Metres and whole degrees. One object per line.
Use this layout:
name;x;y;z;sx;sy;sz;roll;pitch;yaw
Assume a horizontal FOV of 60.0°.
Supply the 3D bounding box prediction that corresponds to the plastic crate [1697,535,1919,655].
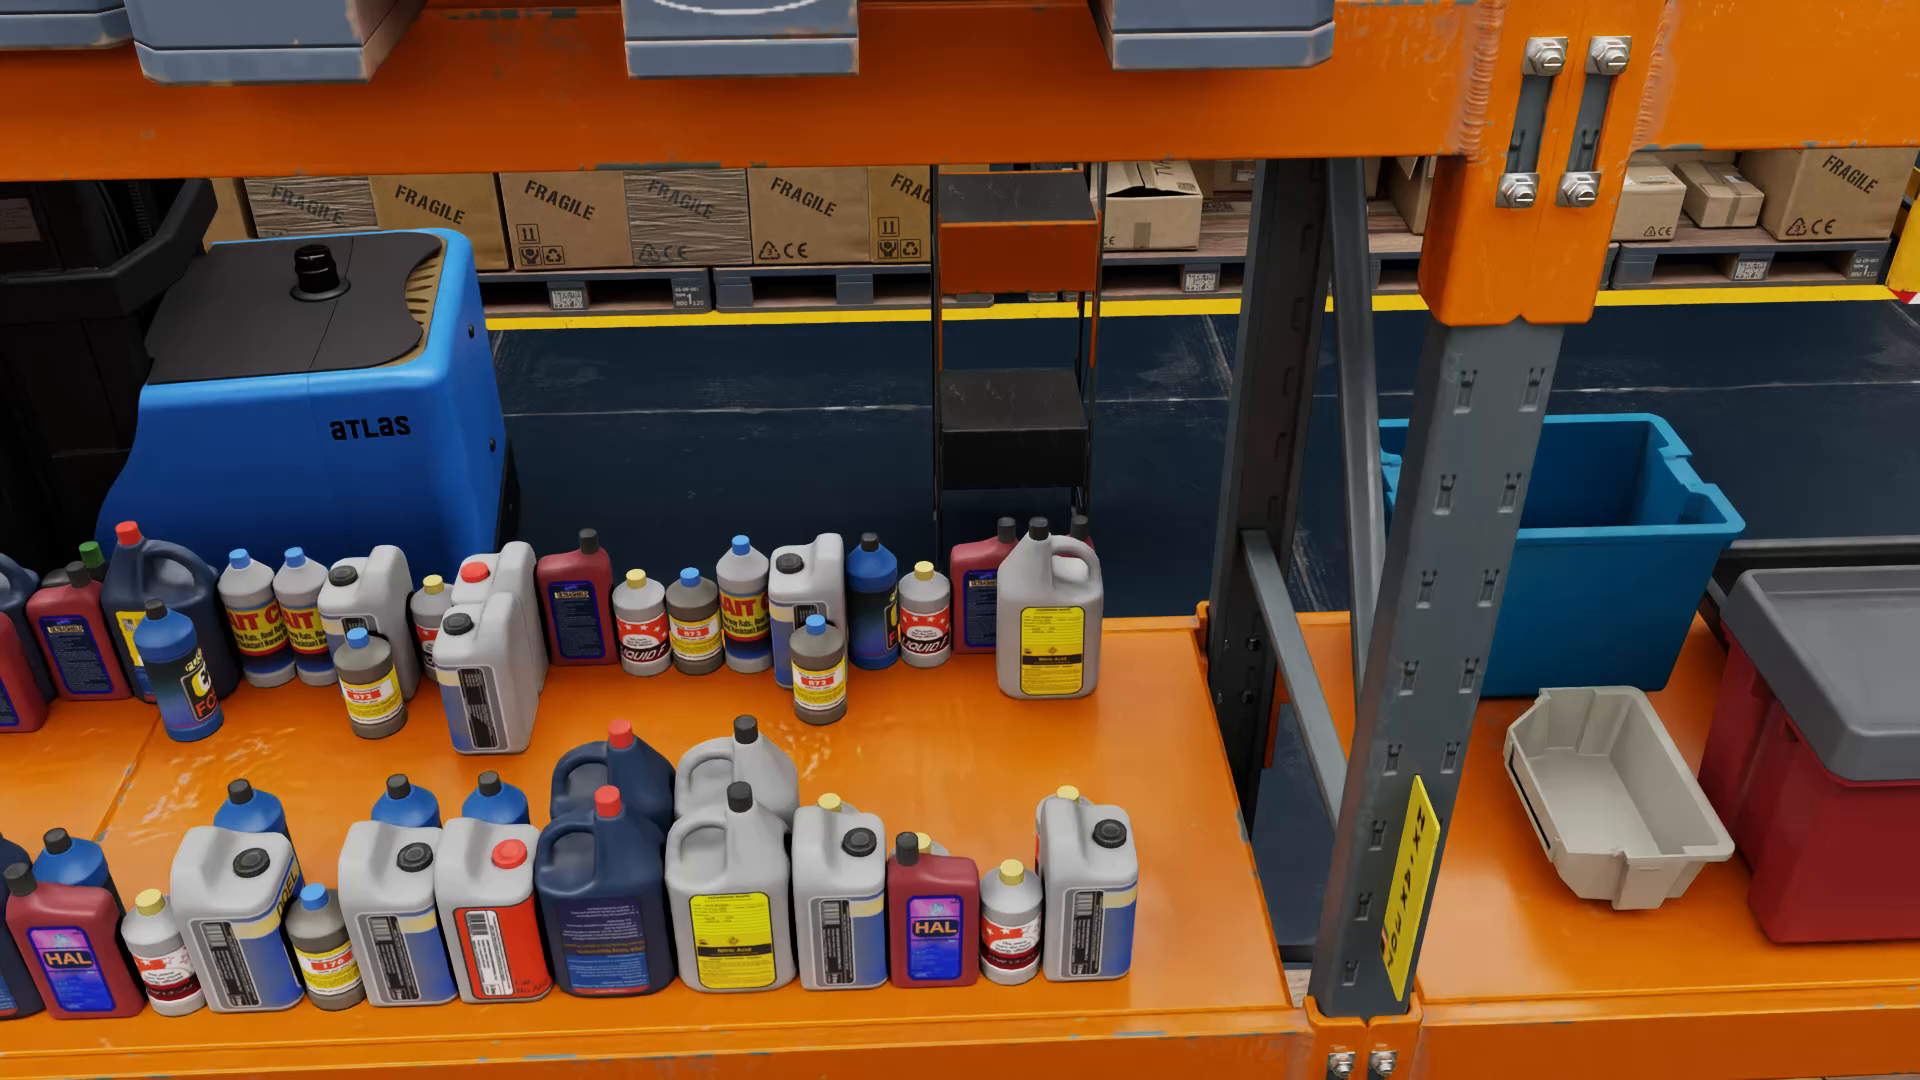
plastic crate;1.674;0.171;3.056;0.590;0.125;0.437;-2;35;-2

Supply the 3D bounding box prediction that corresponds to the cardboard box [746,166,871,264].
cardboard box;-0.636;-1.519;7.119;0.500;0.500;0.500;-1;35;-2

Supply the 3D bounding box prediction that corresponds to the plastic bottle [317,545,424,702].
plastic bottle;-1.069;0.143;3.016;0.135;0.276;0.152;-2;35;-2

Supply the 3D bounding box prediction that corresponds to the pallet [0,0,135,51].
pallet;-1.343;-0.782;1.774;1.213;0.211;1.003;-2;35;-2

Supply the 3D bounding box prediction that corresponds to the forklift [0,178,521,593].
forklift;-2.973;-0.927;4.514;3.031;2.935;1.130;-5;35;-8

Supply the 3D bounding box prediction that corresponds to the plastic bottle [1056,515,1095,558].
plastic bottle;0.182;0.081;3.100;0.133;0.283;0.061;-2;35;-2

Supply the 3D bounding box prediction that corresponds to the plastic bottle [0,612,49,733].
plastic bottle;-1.710;0.214;2.908;0.133;0.283;0.061;-2;35;-2

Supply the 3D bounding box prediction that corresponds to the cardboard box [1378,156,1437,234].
cardboard box;2.214;-1.758;7.462;0.637;0.503;0.797;-2;35;-2

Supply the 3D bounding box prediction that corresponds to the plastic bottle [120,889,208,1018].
plastic bottle;-1.159;0.593;2.431;0.097;0.201;0.097;0;35;0

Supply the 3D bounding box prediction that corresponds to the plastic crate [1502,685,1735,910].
plastic crate;1.040;0.418;2.690;0.243;0.136;0.396;-2;35;-2

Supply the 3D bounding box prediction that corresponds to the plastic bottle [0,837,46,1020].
plastic bottle;-1.435;0.526;2.397;0.185;0.351;0.144;-2;35;-2

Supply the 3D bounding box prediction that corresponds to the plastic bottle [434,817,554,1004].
plastic bottle;-0.679;0.534;2.452;0.135;0.276;0.152;-2;35;-2

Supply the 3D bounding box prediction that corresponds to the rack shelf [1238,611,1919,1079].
rack shelf;2.566;0.507;3.013;4.000;0.370;1.077;-2;35;-2

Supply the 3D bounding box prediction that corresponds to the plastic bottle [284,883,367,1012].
plastic bottle;-0.928;0.587;2.440;0.097;0.201;0.097;0;35;0

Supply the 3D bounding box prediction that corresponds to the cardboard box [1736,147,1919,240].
cardboard box;3.802;-1.657;7.318;0.500;0.500;0.500;-2;35;-2

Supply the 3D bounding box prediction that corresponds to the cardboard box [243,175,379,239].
cardboard box;-2.667;-1.463;7.038;0.500;0.500;0.500;-3;35;-4

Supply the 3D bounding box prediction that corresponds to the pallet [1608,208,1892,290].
pallet;3.461;-1.487;7.714;1.213;0.211;1.003;-2;35;-2

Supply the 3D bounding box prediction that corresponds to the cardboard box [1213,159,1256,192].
cardboard box;1.265;-1.780;7.805;0.250;0.149;0.380;-2;35;-2

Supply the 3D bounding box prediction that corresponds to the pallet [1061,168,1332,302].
pallet;1.024;-1.422;7.619;1.213;0.211;1.003;-2;35;-2

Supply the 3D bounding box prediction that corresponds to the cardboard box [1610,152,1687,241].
cardboard box;2.851;-1.545;7.377;0.500;0.250;0.500;-2;35;-2

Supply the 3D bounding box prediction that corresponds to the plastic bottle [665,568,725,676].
plastic bottle;-0.492;0.143;3.082;0.097;0.201;0.097;0;35;0

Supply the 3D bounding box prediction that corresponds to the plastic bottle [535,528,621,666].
plastic bottle;-0.705;0.104;3.066;0.133;0.283;0.061;-2;35;-2

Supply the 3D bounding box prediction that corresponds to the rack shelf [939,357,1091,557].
rack shelf;0.165;-0.281;5.565;0.480;0.518;0.431;-2;35;-2

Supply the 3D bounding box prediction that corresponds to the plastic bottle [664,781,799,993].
plastic bottle;-0.334;0.496;2.440;0.185;0.351;0.144;-2;35;-2

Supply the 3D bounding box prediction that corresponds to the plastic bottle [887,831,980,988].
plastic bottle;-0.039;0.540;2.437;0.133;0.283;0.061;-2;35;-2

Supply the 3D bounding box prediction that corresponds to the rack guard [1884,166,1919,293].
rack guard;4.257;-1.628;7.664;0.348;0.500;1.175;-2;35;-2

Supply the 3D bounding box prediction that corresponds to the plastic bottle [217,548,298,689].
plastic bottle;-1.283;0.135;3.032;0.097;0.271;0.097;0;35;0

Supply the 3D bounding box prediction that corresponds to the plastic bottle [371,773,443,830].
plastic bottle;-0.837;0.469;2.549;0.097;0.271;0.097;0;35;0

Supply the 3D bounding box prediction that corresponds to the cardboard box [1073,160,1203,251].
cardboard box;0.767;-1.514;7.278;0.500;0.311;0.500;-2;35;-2

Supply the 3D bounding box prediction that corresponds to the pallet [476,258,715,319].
pallet;-1.695;-1.326;7.480;1.213;0.211;1.003;-2;35;-2

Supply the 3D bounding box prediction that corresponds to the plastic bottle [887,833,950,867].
plastic bottle;-0.061;0.529;2.524;0.097;0.201;0.097;0;35;0

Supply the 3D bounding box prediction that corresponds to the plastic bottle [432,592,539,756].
plastic bottle;-0.830;0.224;2.900;0.135;0.276;0.152;-2;35;-2

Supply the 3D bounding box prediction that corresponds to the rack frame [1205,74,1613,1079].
rack frame;0.568;0.265;2.731;0.127;3.000;1.000;-2;35;-2

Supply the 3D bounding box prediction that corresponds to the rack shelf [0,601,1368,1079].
rack shelf;-1.429;0.615;2.858;4.000;0.370;1.077;-2;35;-2

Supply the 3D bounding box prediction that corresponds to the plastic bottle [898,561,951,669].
plastic bottle;-0.066;0.131;3.099;0.097;0.201;0.097;0;35;0

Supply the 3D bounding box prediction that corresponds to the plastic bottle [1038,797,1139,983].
plastic bottle;0.190;0.511;2.485;0.135;0.276;0.152;-2;35;-2

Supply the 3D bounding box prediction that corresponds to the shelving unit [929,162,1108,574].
shelving unit;0.165;-0.868;5.159;0.503;2.100;0.431;-2;35;-2

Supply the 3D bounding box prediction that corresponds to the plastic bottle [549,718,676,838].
plastic bottle;-0.526;0.419;2.552;0.185;0.351;0.144;-2;35;-2

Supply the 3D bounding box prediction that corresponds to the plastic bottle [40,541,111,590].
plastic bottle;-1.584;0.128;3.031;0.133;0.283;0.061;-2;35;-2

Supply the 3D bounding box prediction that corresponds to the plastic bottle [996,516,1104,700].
plastic bottle;0.161;0.112;2.996;0.185;0.351;0.144;-2;35;-2

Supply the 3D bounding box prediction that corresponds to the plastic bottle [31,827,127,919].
plastic bottle;-1.295;0.533;2.456;0.097;0.271;0.097;0;35;0

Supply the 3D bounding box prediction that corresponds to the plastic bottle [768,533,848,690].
plastic bottle;-0.277;0.122;3.047;0.135;0.276;0.152;-2;35;-2

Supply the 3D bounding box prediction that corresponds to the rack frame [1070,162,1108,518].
rack frame;0.409;-0.874;5.168;0.015;2.100;0.400;-2;35;-2

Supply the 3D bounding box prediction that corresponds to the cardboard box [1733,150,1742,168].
cardboard box;3.649;-1.852;7.893;0.250;0.166;0.380;-2;35;-2

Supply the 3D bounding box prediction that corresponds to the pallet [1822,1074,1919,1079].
pallet;2.523;1.335;3.635;1.213;0.211;1.003;-2;35;-2

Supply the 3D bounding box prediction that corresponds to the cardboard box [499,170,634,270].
cardboard box;-1.645;-1.491;7.078;0.500;0.500;0.500;-3;35;-4

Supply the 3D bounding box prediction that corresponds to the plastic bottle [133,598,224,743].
plastic bottle;-1.373;0.220;2.909;0.097;0.271;0.097;0;35;0
